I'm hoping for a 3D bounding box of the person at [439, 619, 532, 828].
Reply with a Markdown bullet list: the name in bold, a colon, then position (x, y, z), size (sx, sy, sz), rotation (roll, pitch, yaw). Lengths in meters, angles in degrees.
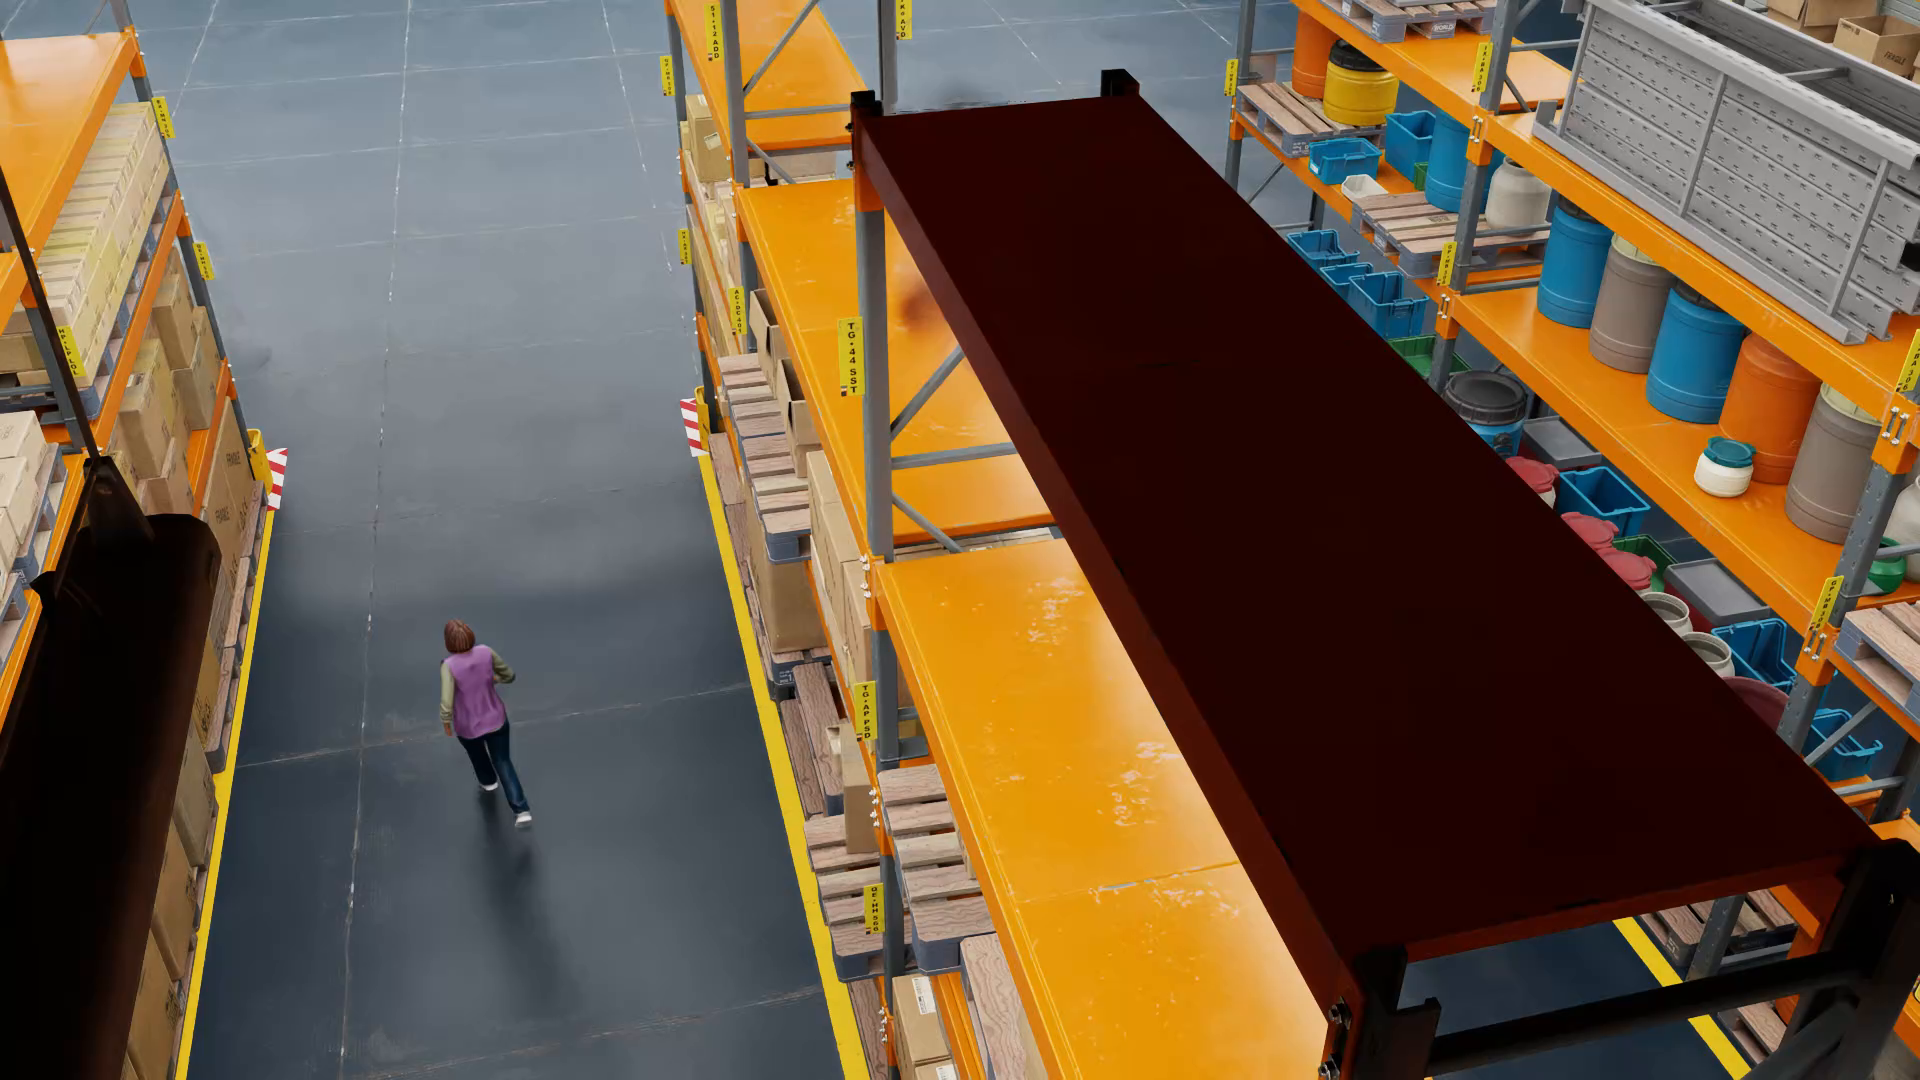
- **person**: position (-3.121, 1.225, 10.903), size (0.564, 1.592, 0.921), rotation (-23, 41, -30)
